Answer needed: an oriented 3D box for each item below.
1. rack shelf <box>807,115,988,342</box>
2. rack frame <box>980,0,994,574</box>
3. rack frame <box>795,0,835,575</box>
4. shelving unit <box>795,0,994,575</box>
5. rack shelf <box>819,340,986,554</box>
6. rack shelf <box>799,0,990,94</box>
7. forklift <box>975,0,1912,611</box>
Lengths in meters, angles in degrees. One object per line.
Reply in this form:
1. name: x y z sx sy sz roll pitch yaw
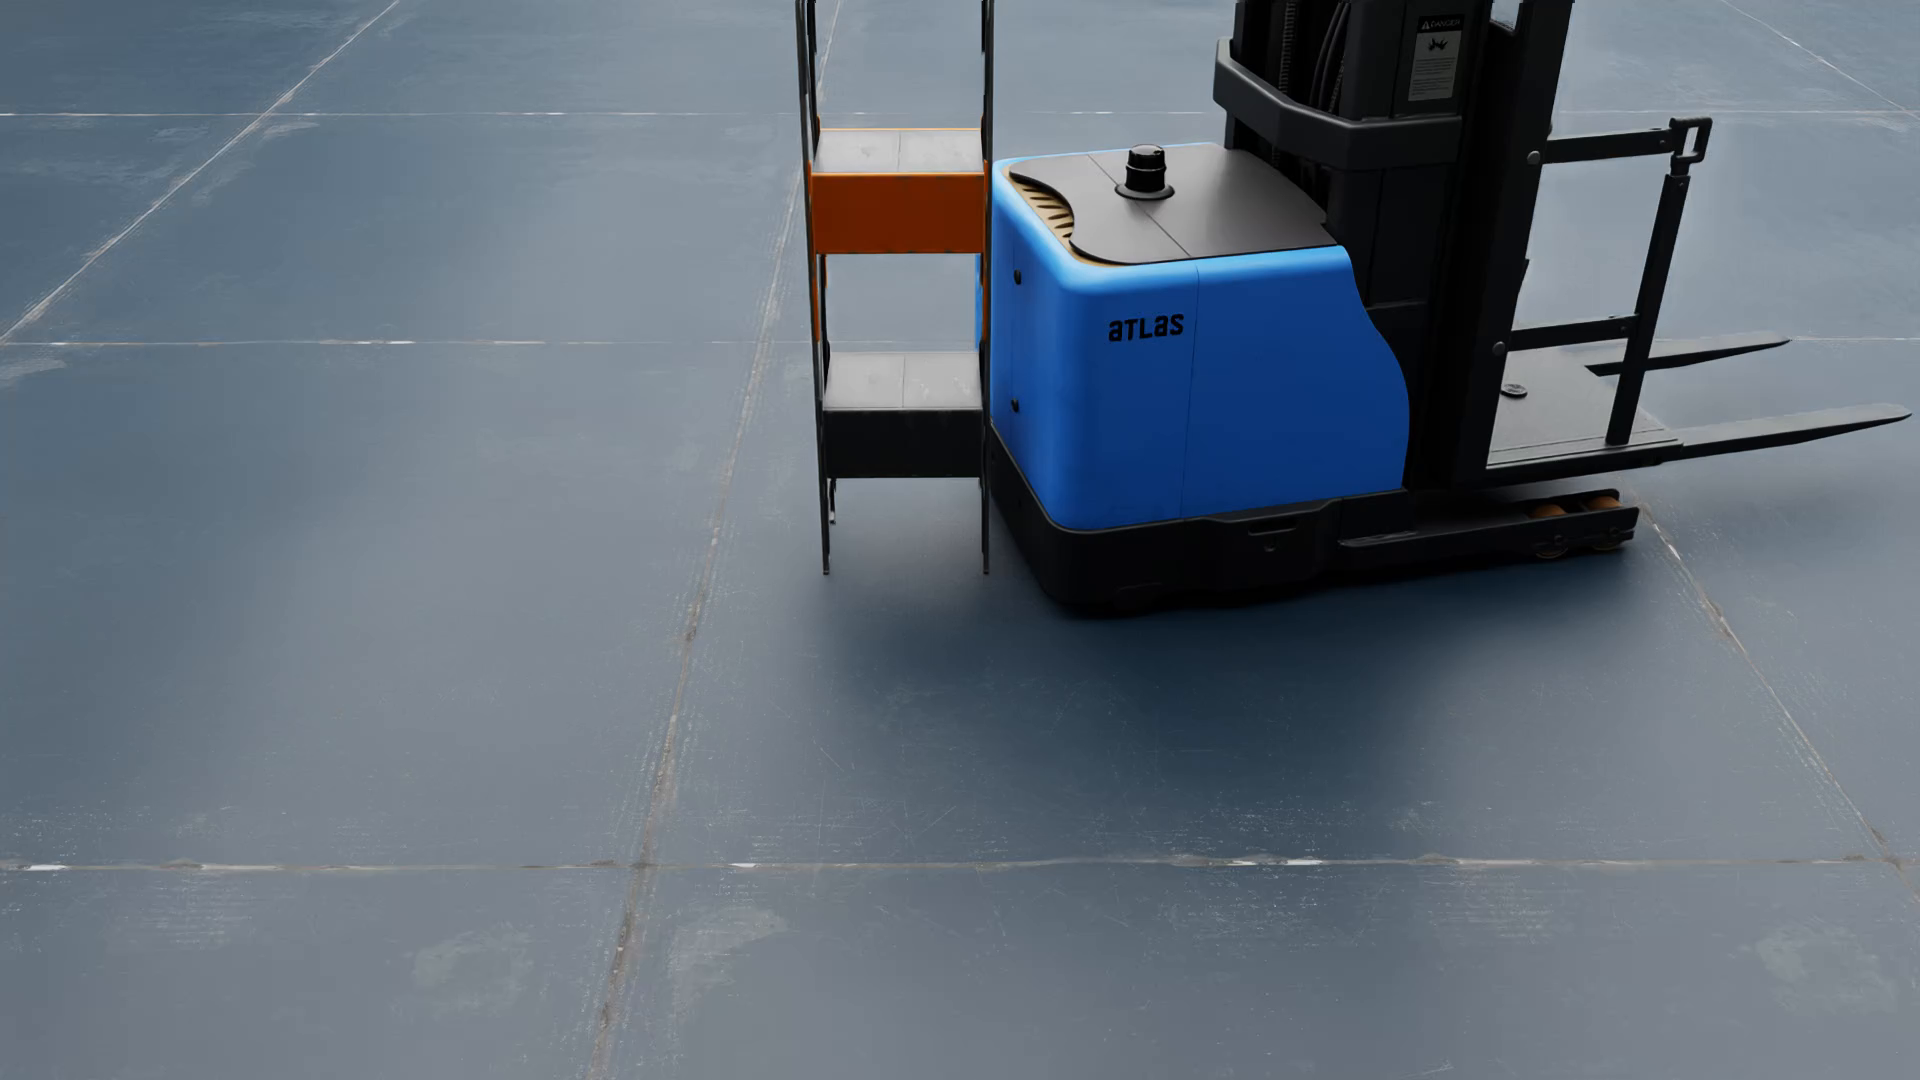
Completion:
1. rack shelf: -0.168 -0.885 4.711 0.480 0.518 0.431 0 31 -1
2. rack frame: 0.076 -0.898 4.706 0.015 2.100 0.400 0 31 -1
3. rack frame: -0.412 -0.895 4.701 0.015 2.100 0.400 0 31 -1
4. shelving unit: -0.168 -0.897 4.704 0.503 2.100 0.431 0 31 -1
5. rack shelf: -0.168 -0.287 5.074 0.480 0.518 0.431 0 31 -1
6. rack shelf: -0.168 -1.484 4.348 0.480 0.518 0.431 0 31 -1
7. forklift: 1.610 -1.453 4.819 3.031 2.935 1.130 -8 32 -12
